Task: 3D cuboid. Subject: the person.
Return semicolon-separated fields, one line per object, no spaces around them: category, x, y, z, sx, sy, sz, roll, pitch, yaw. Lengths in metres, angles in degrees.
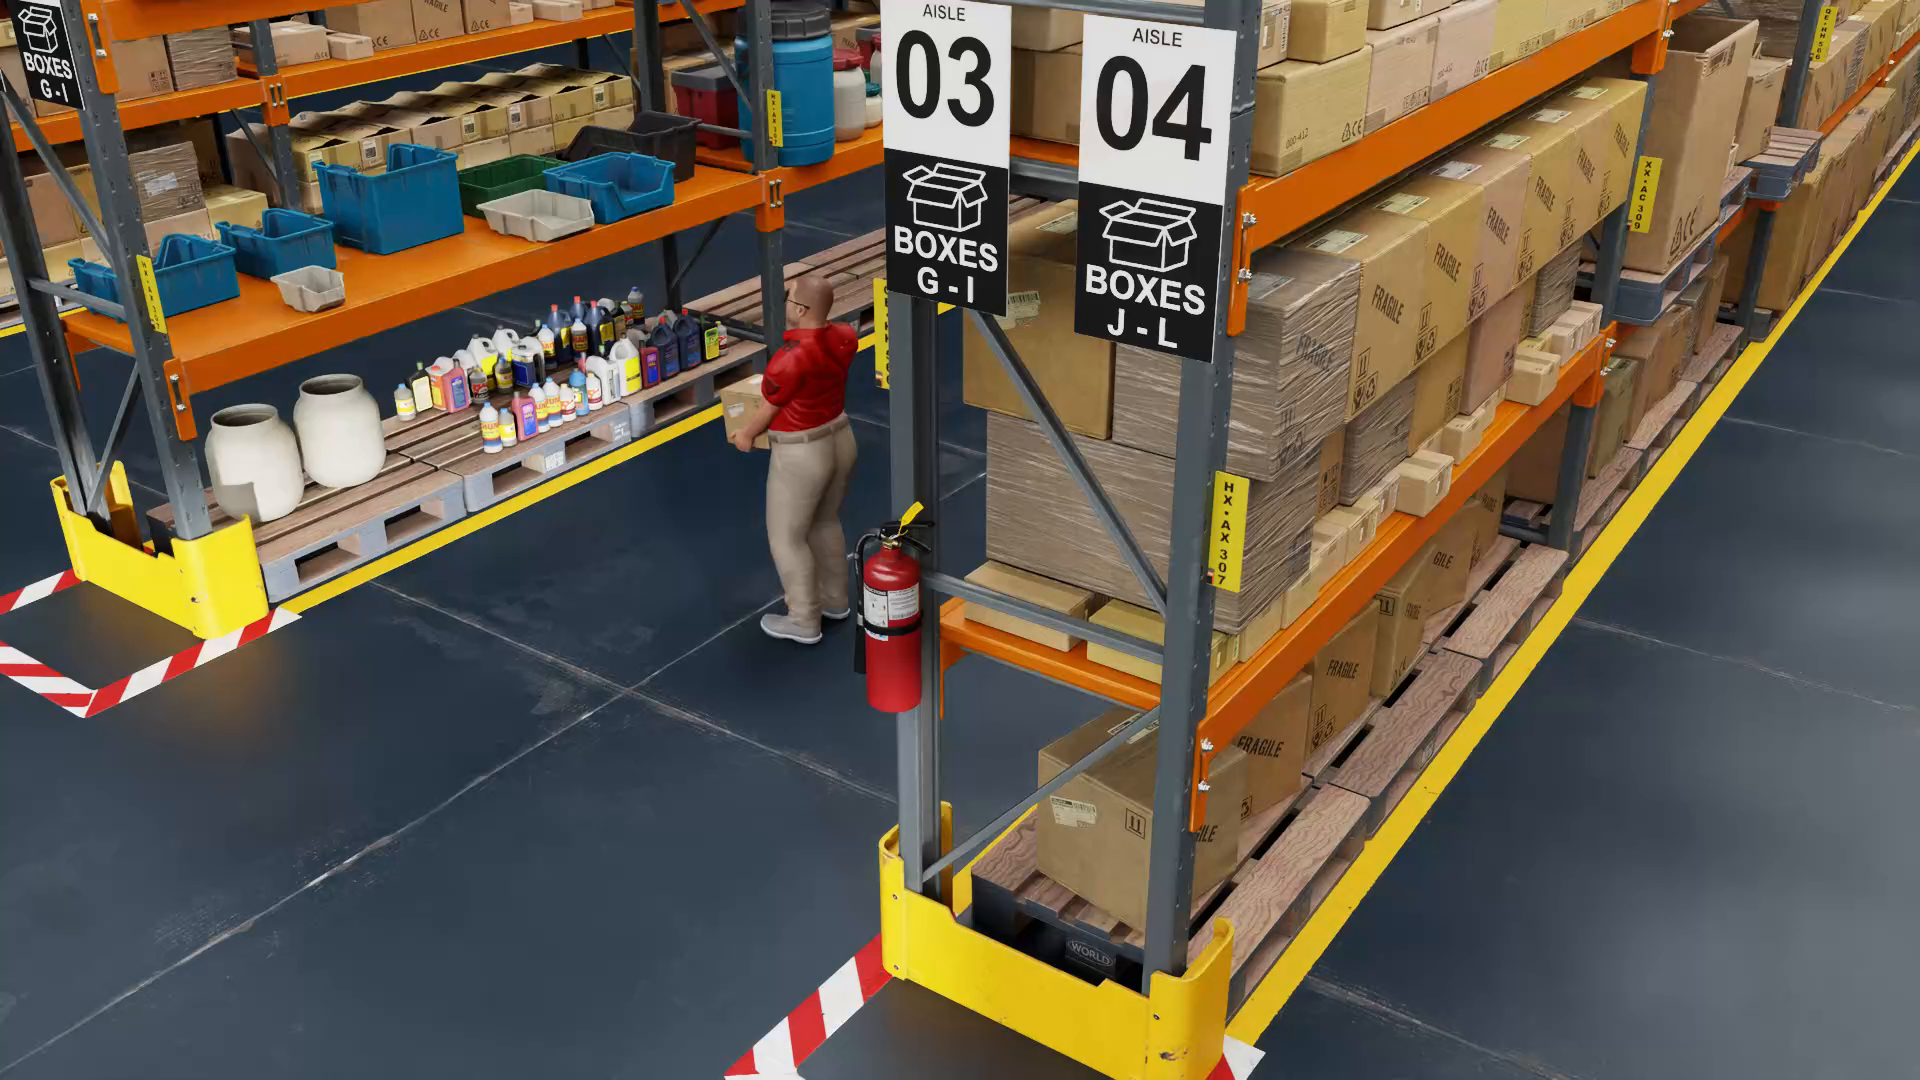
person;-0.748;-0.384;7.408;0.530;1.712;0.493;17;32;31
